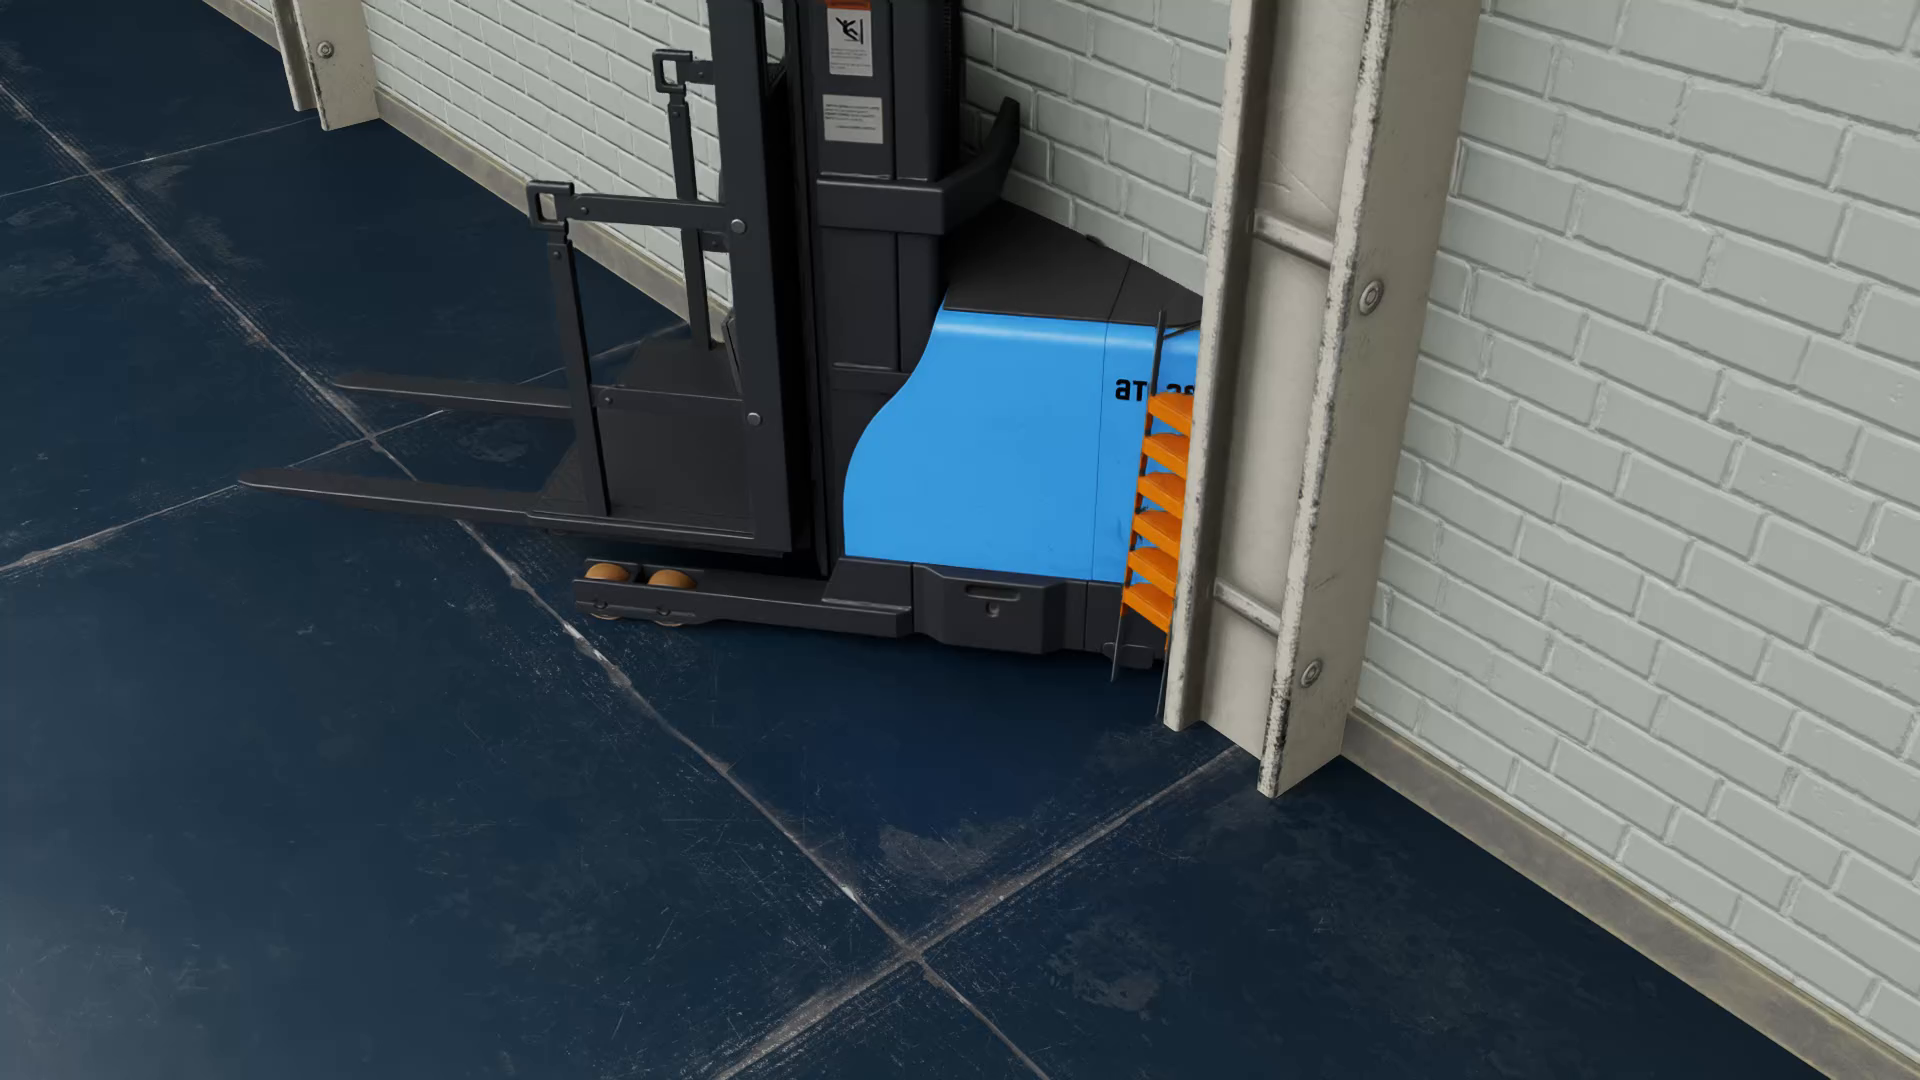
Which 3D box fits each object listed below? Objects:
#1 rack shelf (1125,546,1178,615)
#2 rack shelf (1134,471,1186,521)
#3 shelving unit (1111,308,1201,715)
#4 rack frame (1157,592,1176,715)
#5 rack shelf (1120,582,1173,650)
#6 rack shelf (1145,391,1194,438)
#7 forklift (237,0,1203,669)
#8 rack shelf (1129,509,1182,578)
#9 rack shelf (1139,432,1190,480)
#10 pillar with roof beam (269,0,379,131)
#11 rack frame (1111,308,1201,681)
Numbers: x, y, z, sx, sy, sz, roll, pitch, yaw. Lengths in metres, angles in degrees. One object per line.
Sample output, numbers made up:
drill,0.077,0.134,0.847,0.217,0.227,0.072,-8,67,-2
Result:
rack shelf,0.598,0.072,4.463,0.258,0.103,0.180,-23,43,-32
rack shelf,0.610,-0.123,4.324,0.258,0.103,0.180,-23,43,-32
shelving unit,0.606,-0.062,4.368,0.258,1.200,0.189,-23,43,-32
rack frame,0.663,-0.018,4.311,0.240,1.200,0.006,-23,43,-32
rack shelf,0.592,0.170,4.532,0.258,0.103,0.180,-23,43,-32
rack shelf,0.621,-0.319,4.185,0.258,0.103,0.180,-23,43,-32
forklift,-0.680,-1.235,4.458,3.031,2.935,1.130,6,36,8
rack shelf,0.604,-0.026,4.394,0.258,0.103,0.180,-23,43,-32
rack shelf,0.615,-0.221,4.255,0.258,0.103,0.180,-23,43,-32
pillar with roof beam,-6.363,-4.189,3.379,9.100,9.000,0.400,-26,43,-32
rack frame,0.549,-0.106,4.425,0.240,1.200,0.006,-23,43,-32
